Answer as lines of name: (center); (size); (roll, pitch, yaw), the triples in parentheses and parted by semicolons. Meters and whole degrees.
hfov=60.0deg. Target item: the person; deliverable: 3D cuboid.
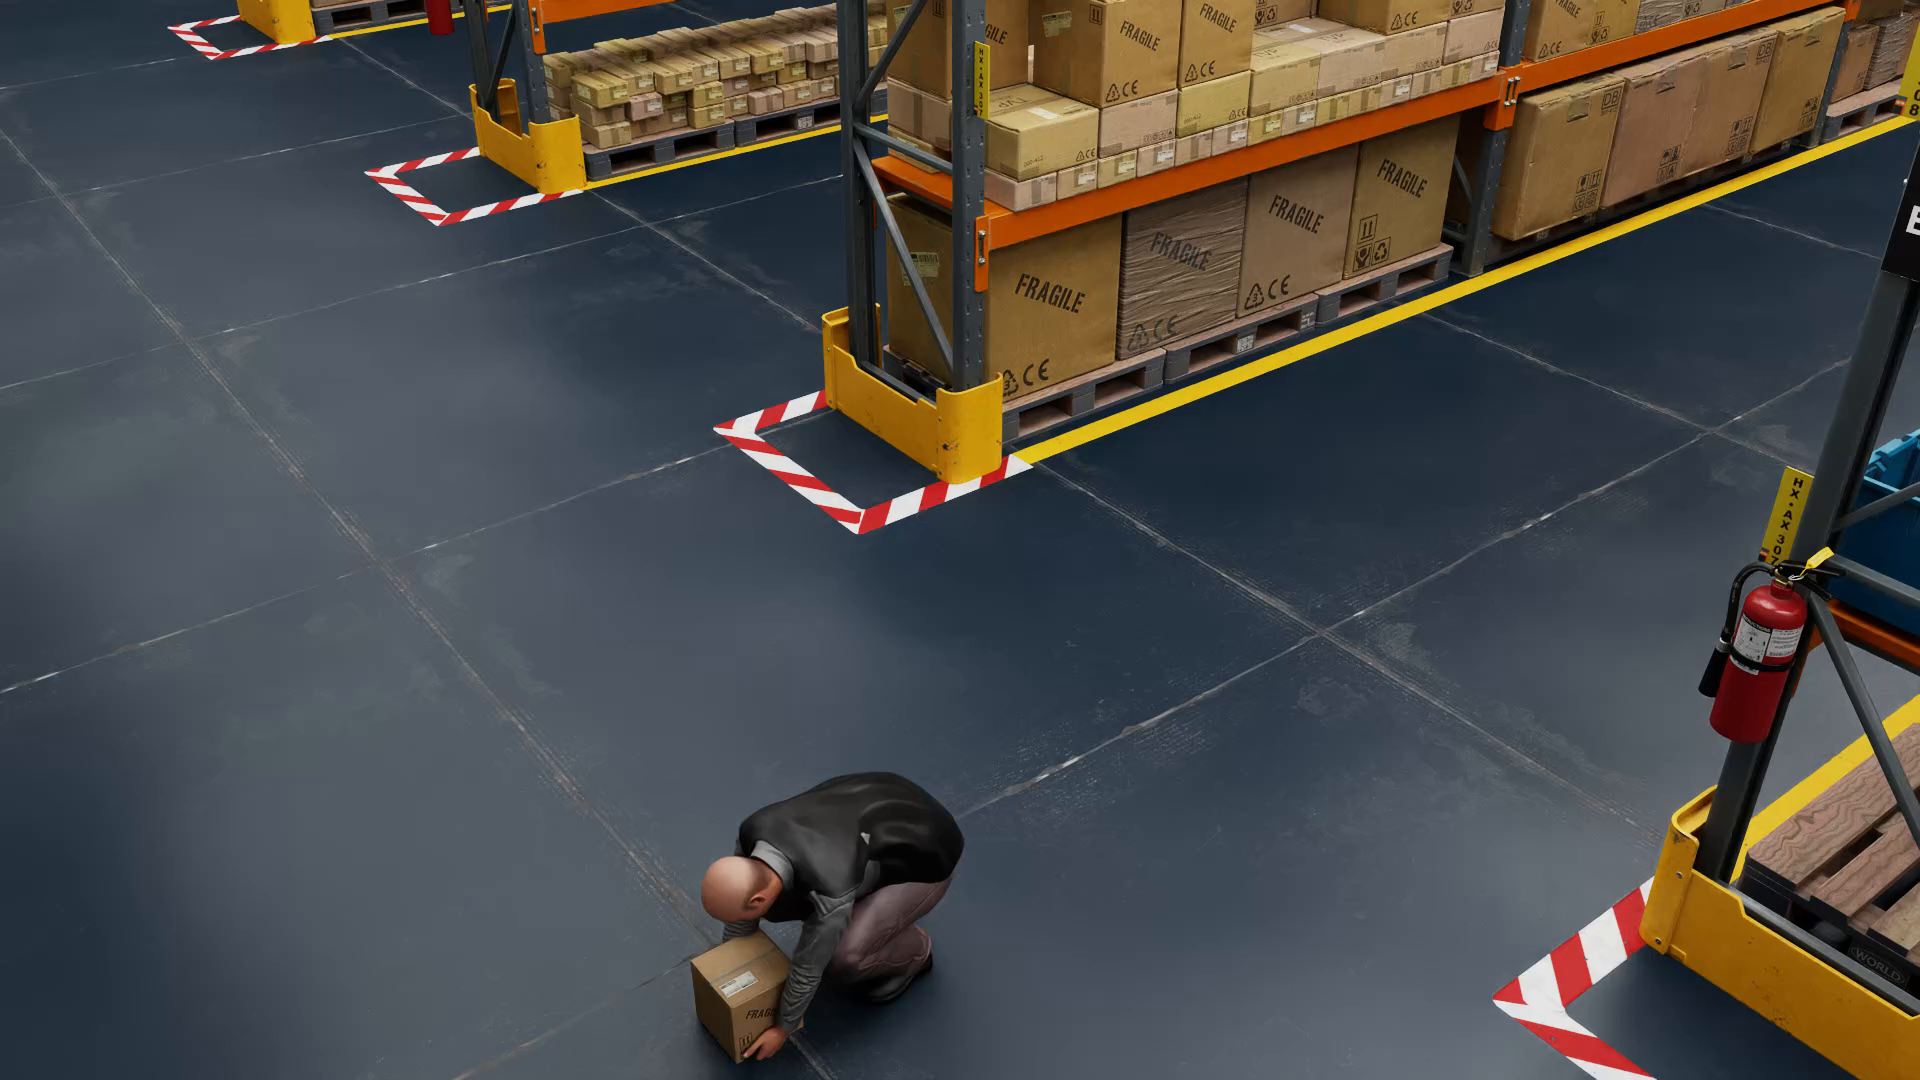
person: (-0.413, 1.149, 5.288); (0.925, 0.814, 0.516); (-23, 39, -32)
